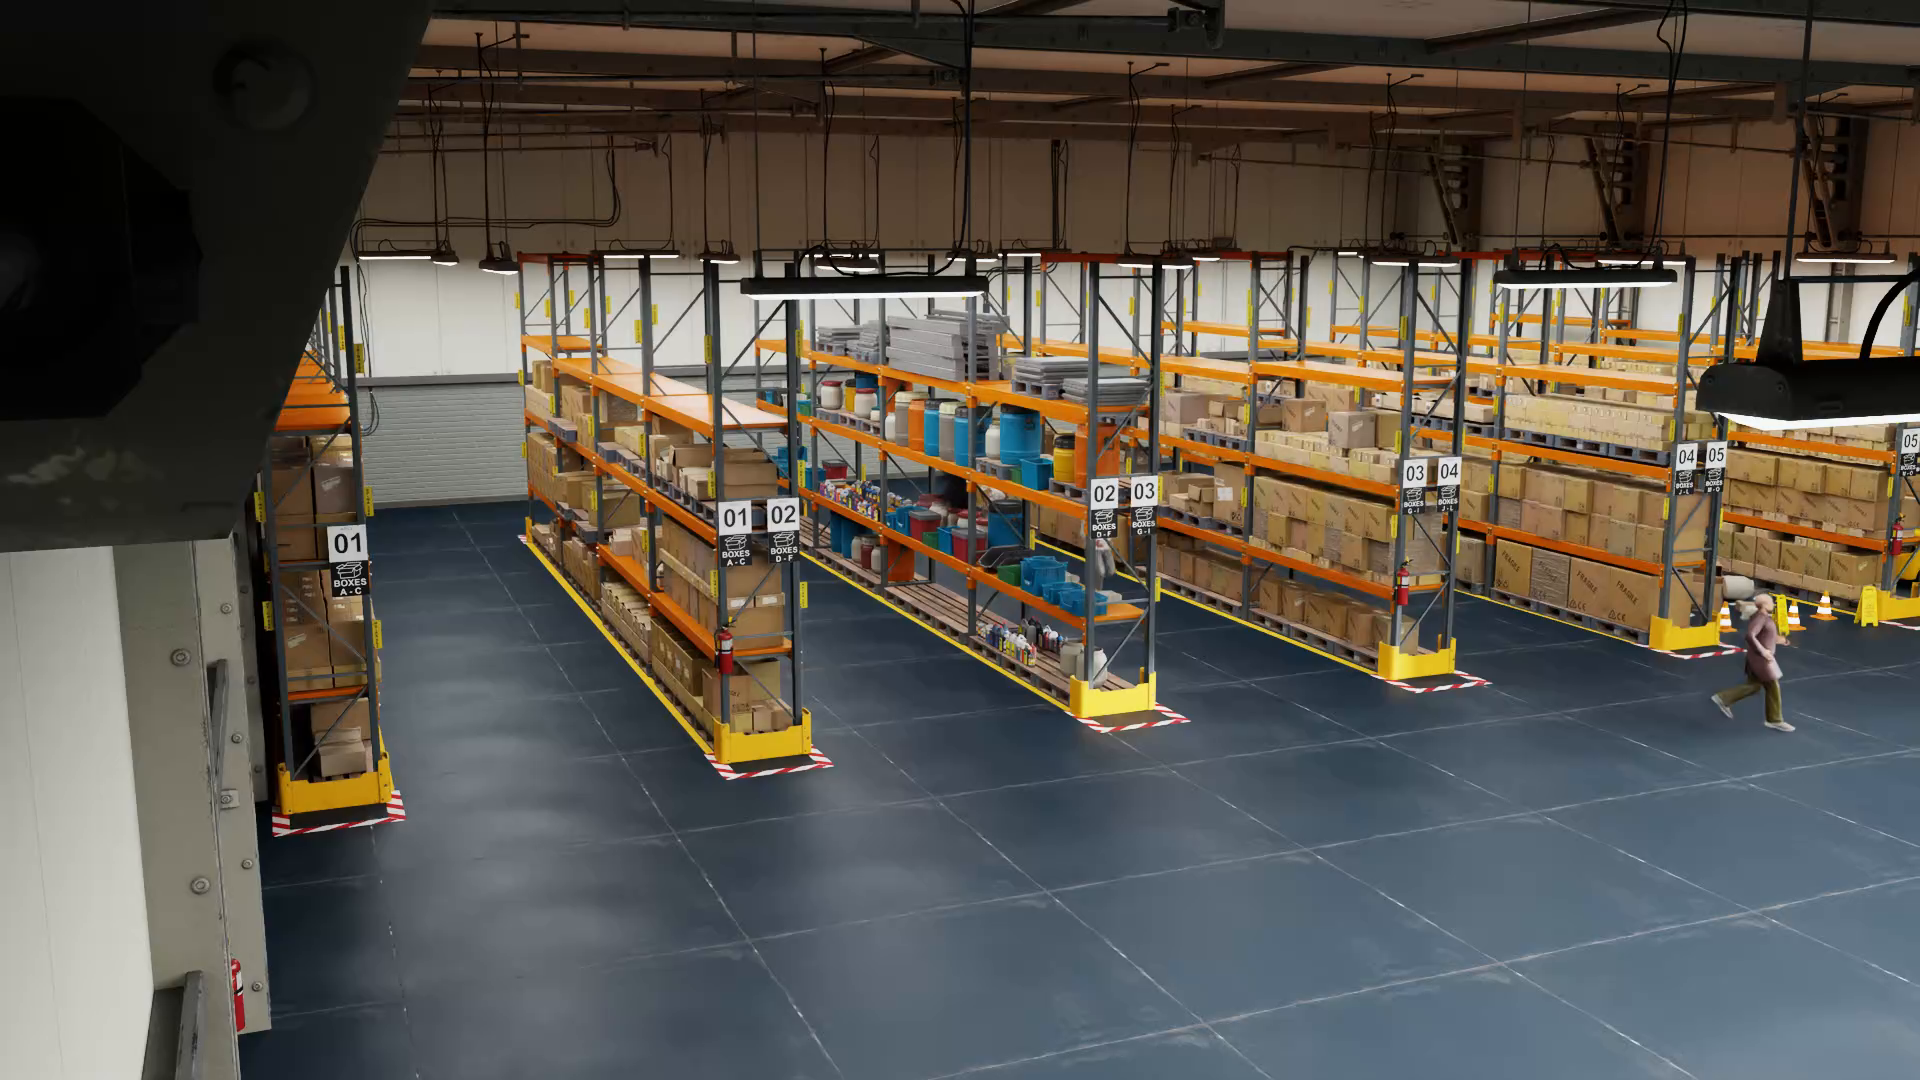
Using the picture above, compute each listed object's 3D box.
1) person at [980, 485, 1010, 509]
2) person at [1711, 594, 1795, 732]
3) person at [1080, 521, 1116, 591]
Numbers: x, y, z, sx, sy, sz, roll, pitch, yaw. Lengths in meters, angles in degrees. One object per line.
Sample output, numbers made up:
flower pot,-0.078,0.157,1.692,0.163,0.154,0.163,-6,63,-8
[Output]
person,0.746,-0.680,34.073,0.553,1.652,0.665,-5,11,-24
person,10.323,1.574,21.522,1.025,1.786,0.710,2,11,13
person,2.319,0.143,27.888,0.702,1.747,0.583,-7,12,-33
